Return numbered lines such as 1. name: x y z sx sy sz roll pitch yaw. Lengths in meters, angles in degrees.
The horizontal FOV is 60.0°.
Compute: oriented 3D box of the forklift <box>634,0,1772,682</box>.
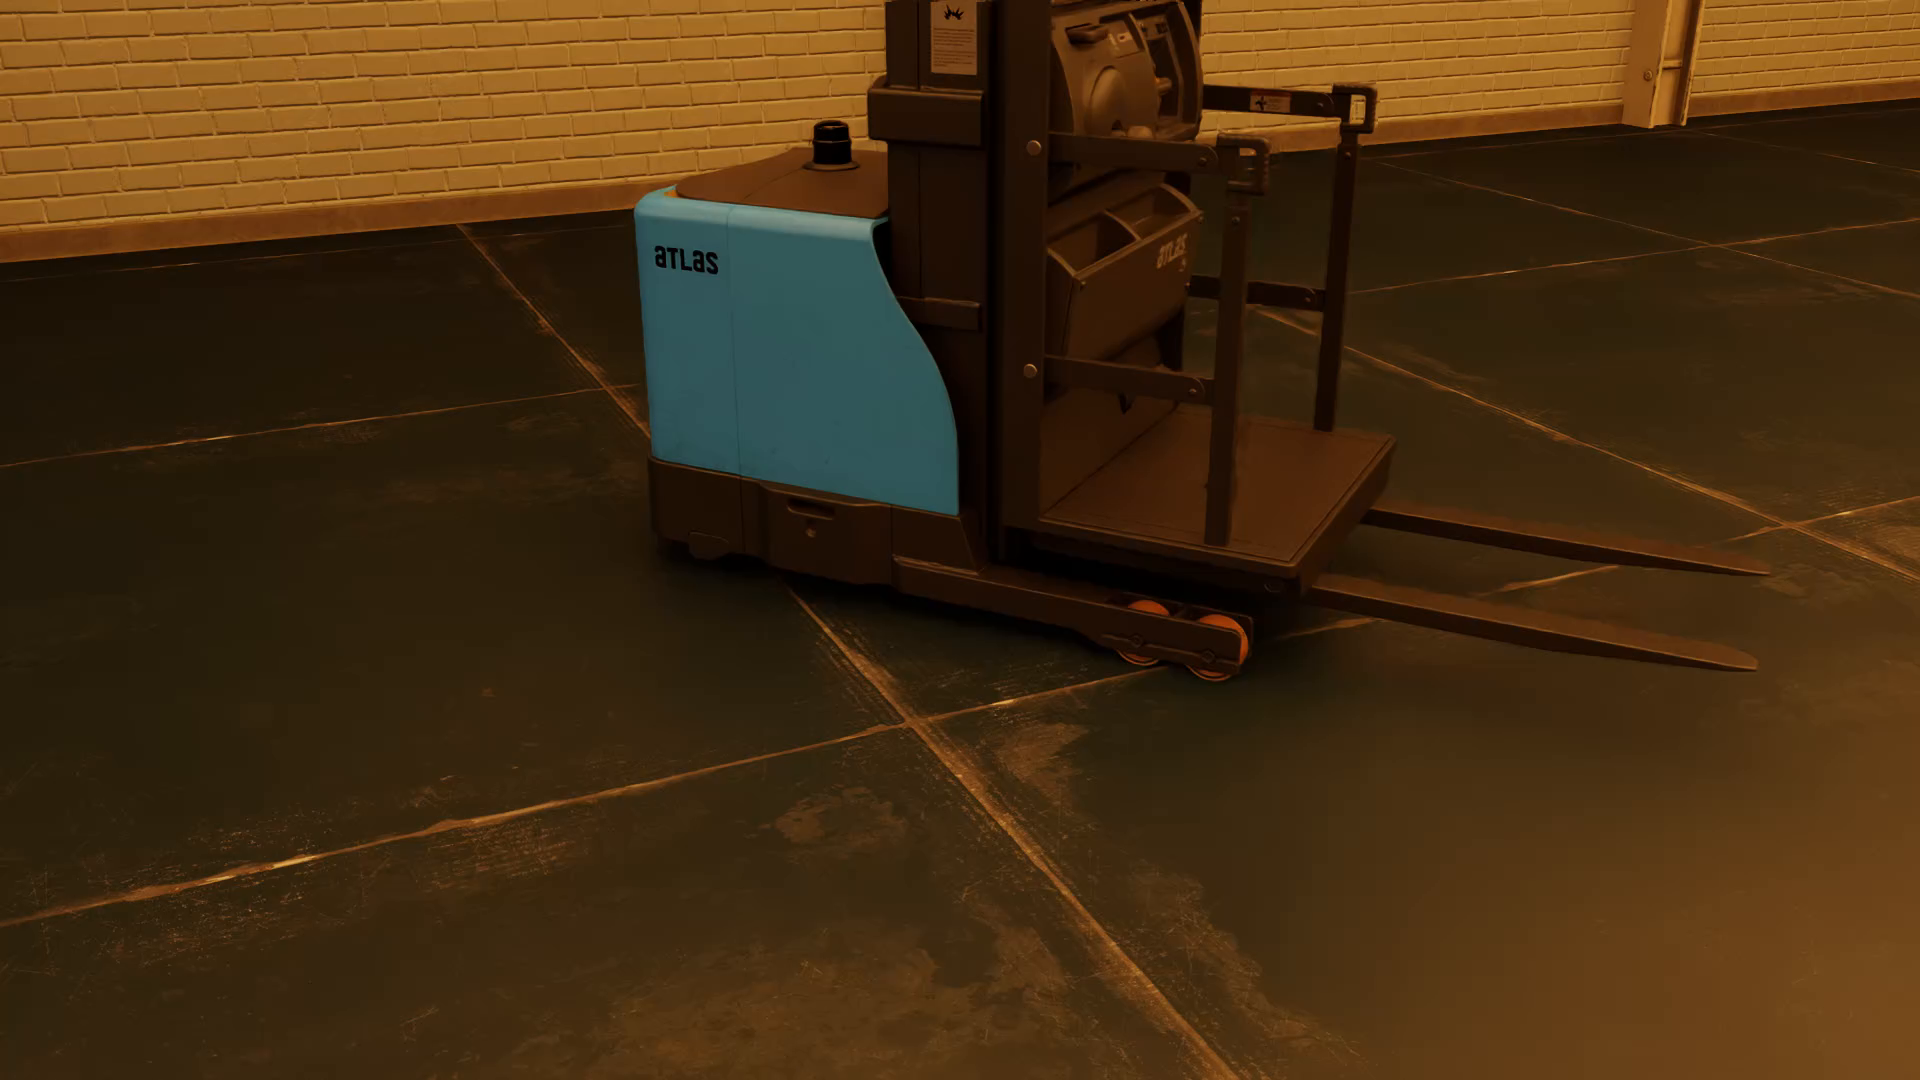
1. forklift: 0.627 -1.226 4.237 3.031 2.935 1.130 11 25 25
